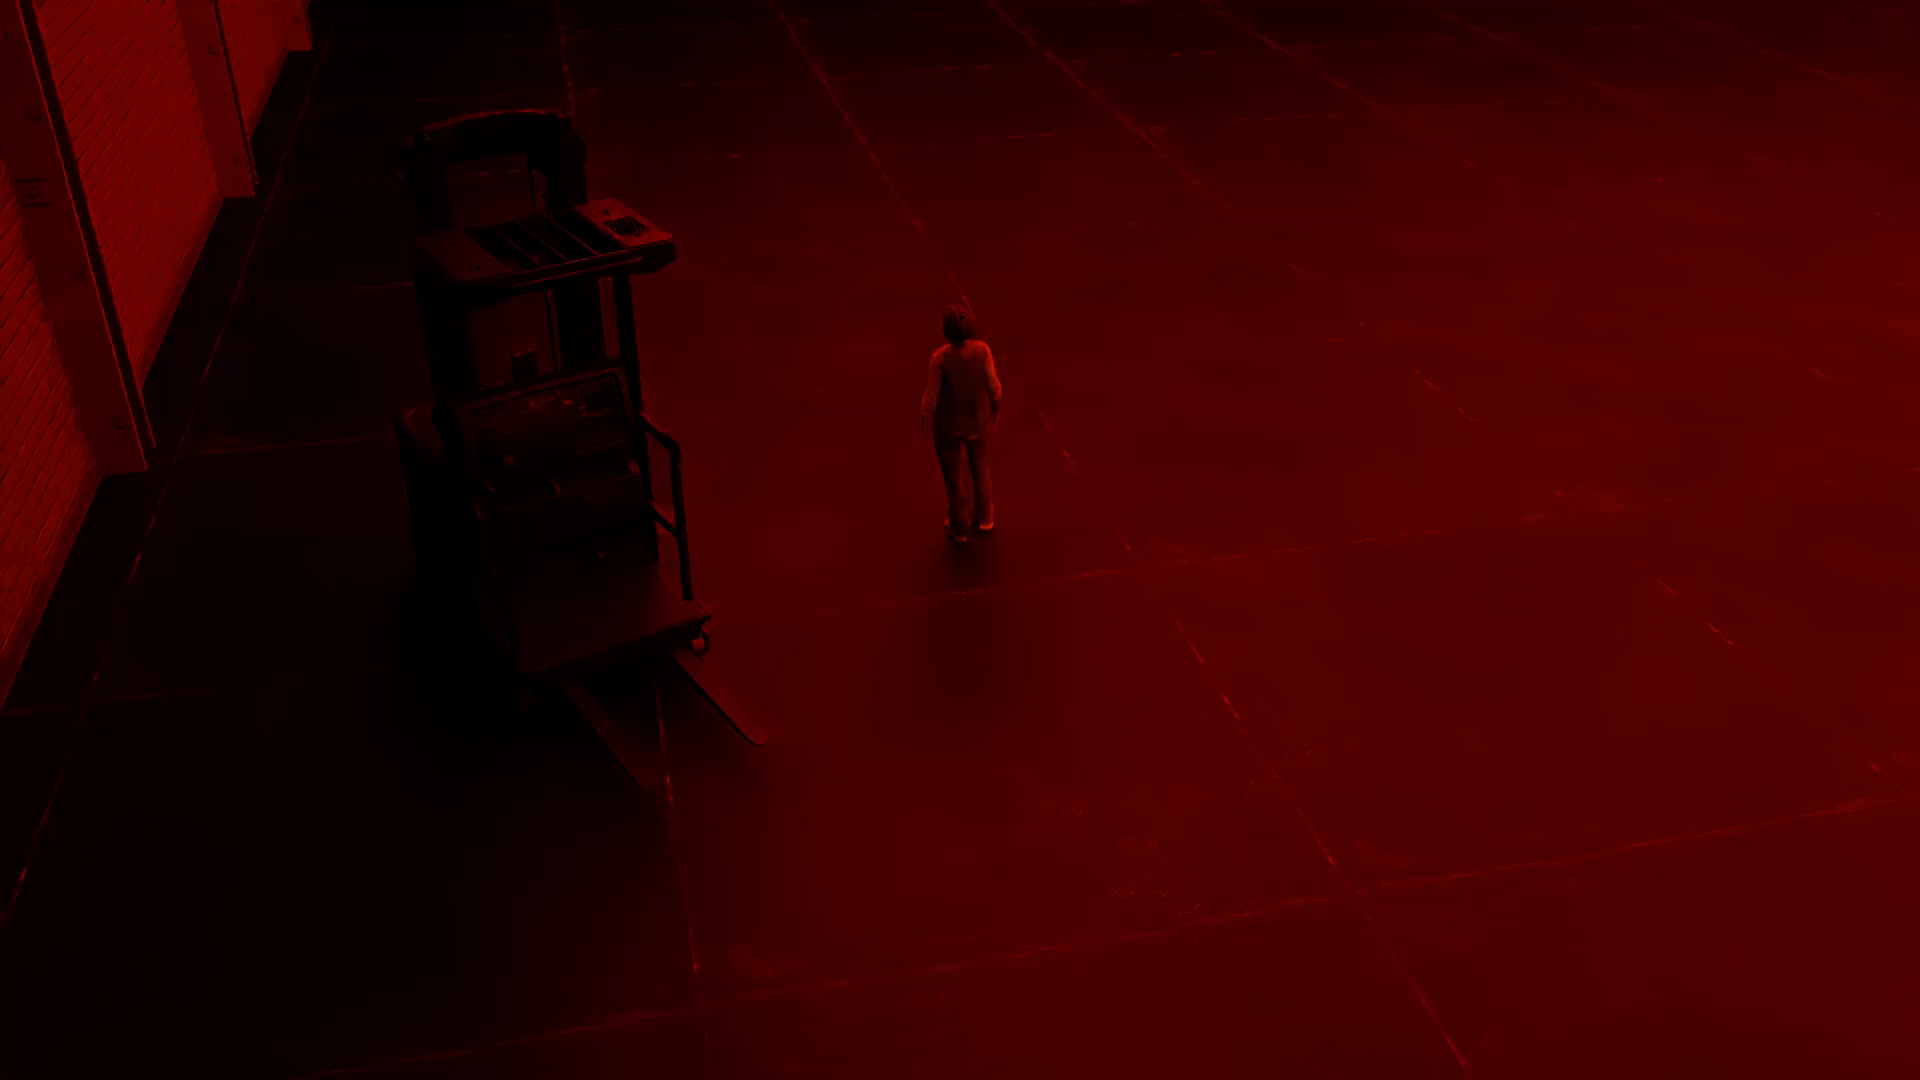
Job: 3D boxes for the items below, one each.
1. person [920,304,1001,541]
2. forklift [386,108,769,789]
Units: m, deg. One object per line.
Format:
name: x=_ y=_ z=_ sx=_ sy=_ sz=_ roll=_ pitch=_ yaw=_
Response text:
person: x=-0.004 y=-0.735 z=10.162 sx=0.521 sy=1.597 sz=0.474 roll=-7 pitch=31 yaw=-12
forklift: x=-2.068 y=-0.606 z=8.621 sx=1.130 sy=2.935 sz=3.031 roll=-18 pitch=35 yaw=-29
